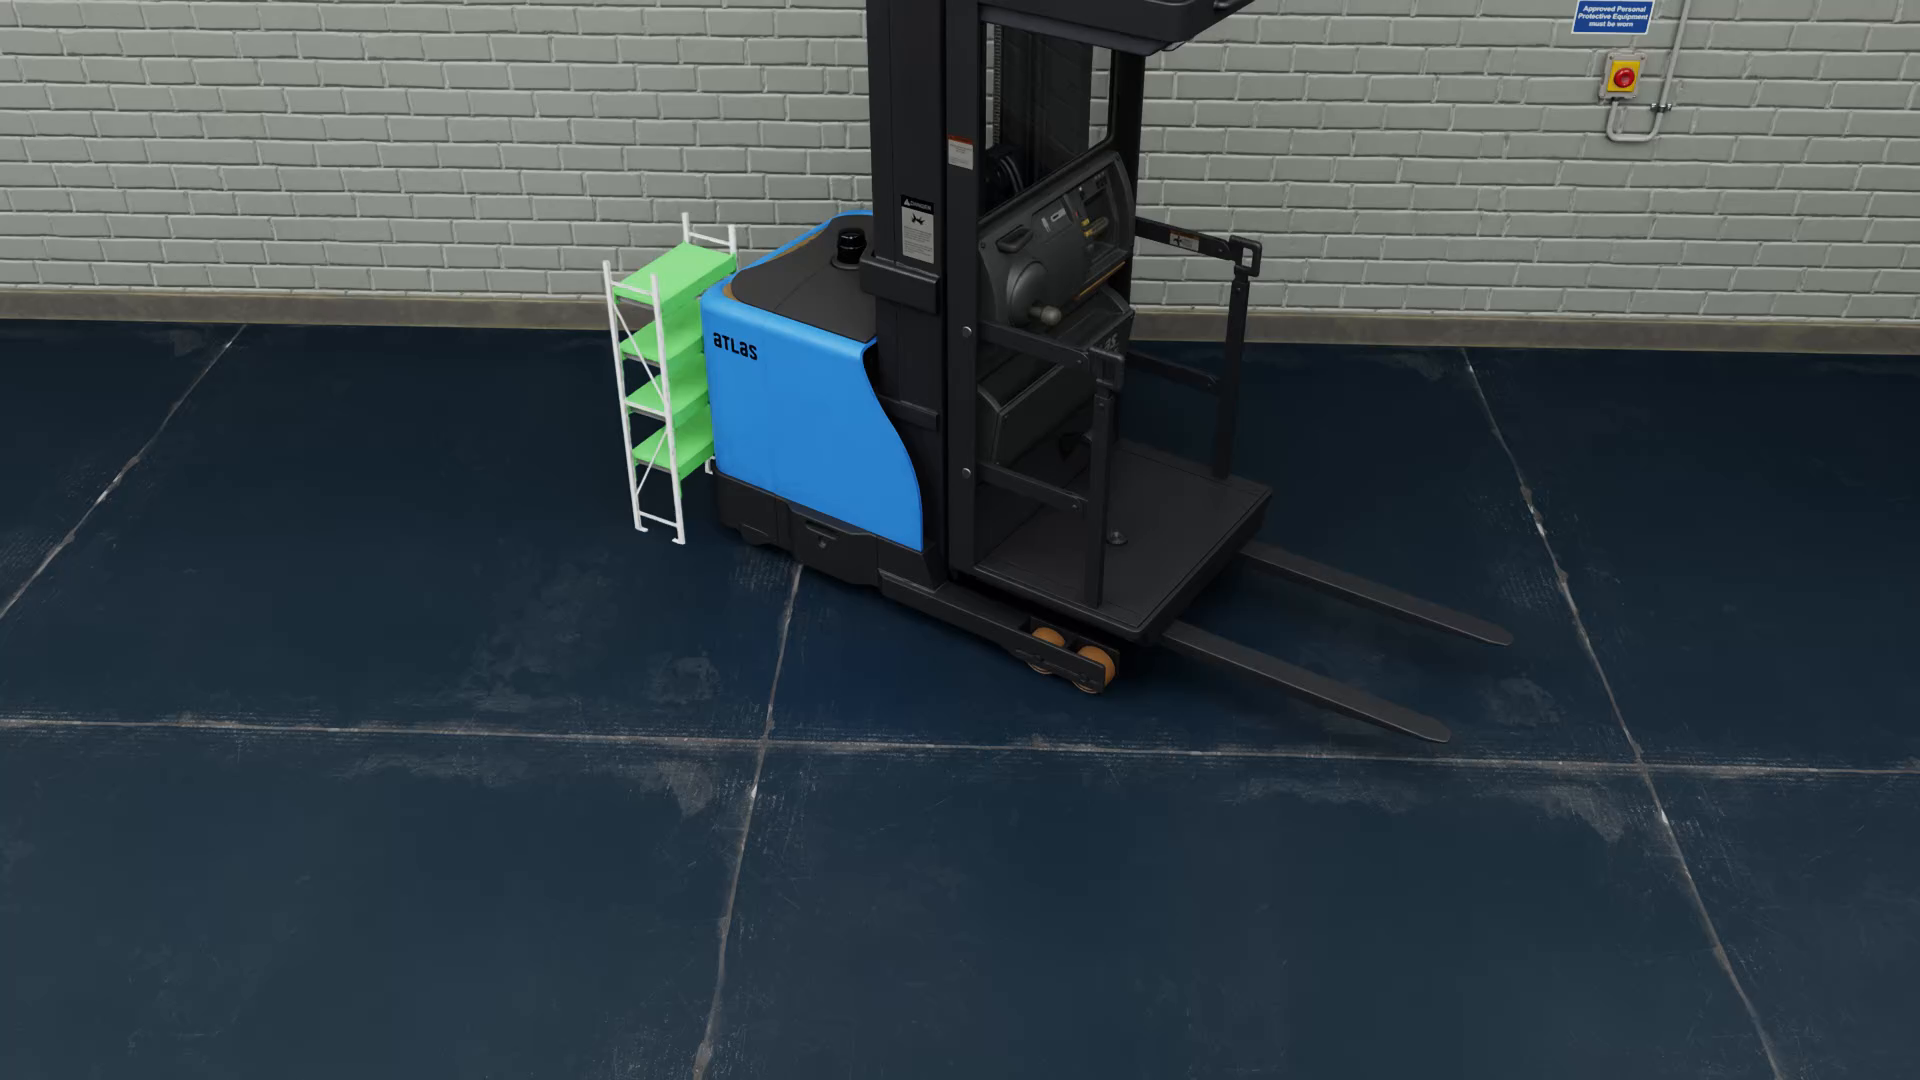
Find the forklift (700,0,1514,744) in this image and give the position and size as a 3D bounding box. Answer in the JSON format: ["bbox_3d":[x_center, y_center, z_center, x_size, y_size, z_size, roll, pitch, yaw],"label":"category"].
[{"bbox_3d":[0.517,-0.999,5.623,3.031,2.935,1.130,21,40,27],"label":"forklift"}]

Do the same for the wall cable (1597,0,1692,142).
[{"bbox_3d":[2.864,-2.568,6.884,0.585,1.953,0.123,1,35,2],"label":"wall cable"}]

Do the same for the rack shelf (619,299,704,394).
[{"bbox_3d":[-1.094,-0.772,6.495,0.258,0.148,0.480,18,39,23],"label":"rack shelf"}]

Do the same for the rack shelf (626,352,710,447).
[{"bbox_3d":[-1.097,-0.576,6.634,0.258,0.148,0.480,18,39,23],"label":"rack shelf"}]

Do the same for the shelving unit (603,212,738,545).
[{"bbox_3d":[-1.097,-0.628,6.597,0.258,1.200,0.503,18,39,23],"label":"shelving unit"}]

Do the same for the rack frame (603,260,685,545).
[{"bbox_3d":[-1.213,-0.505,6.422,0.240,1.200,0.015,18,39,23],"label":"rack frame"}]

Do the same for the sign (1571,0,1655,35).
[{"bbox_3d":[2.818,-2.286,7.159,0.327,0.218,0.001,1,35,2],"label":"sign"}]

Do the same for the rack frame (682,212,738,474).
[{"bbox_3d":[-0.980,-0.752,6.773,0.240,1.200,0.015,18,39,23],"label":"rack frame"}]

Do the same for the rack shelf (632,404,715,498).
[{"bbox_3d":[-1.100,-0.381,6.774,0.258,0.148,0.480,18,39,23],"label":"rack shelf"}]

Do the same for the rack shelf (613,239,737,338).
[{"bbox_3d":[-1.092,-0.967,6.356,0.258,0.148,0.480,18,39,23],"label":"rack shelf"}]
